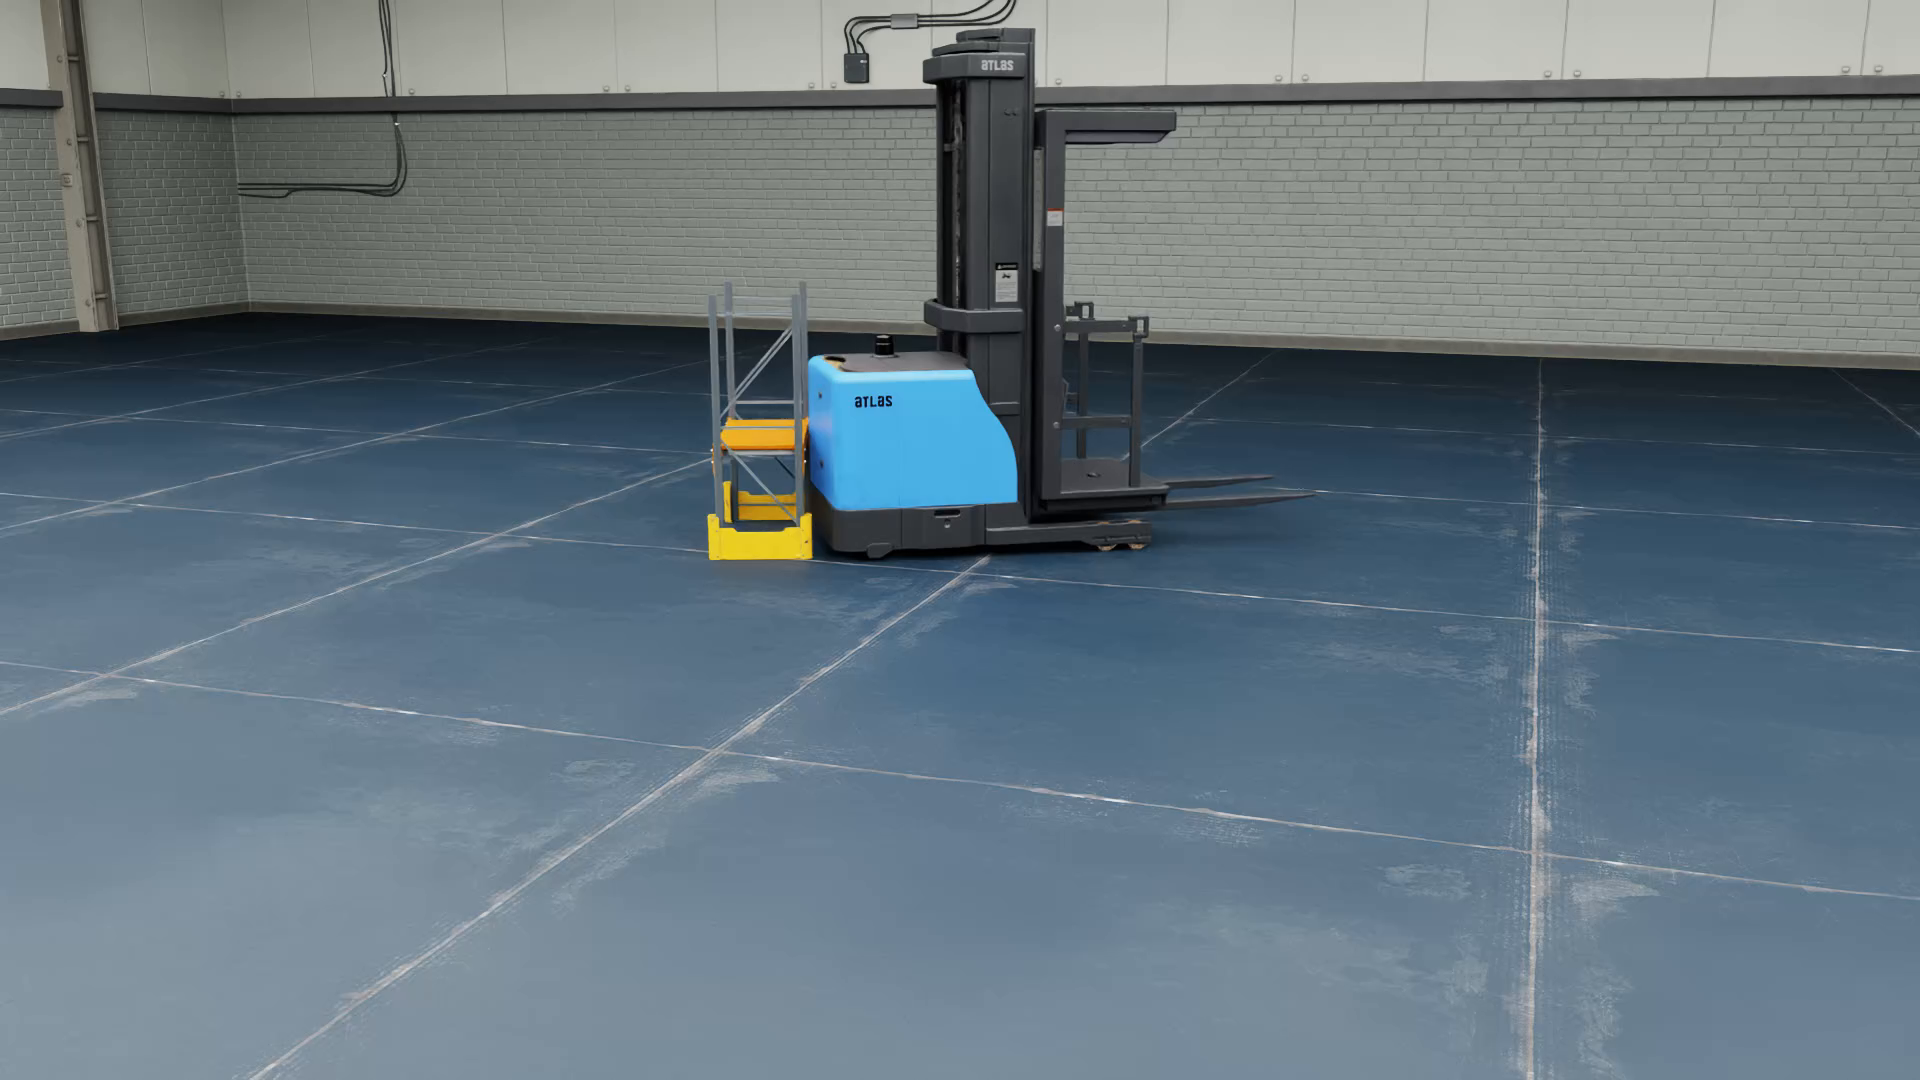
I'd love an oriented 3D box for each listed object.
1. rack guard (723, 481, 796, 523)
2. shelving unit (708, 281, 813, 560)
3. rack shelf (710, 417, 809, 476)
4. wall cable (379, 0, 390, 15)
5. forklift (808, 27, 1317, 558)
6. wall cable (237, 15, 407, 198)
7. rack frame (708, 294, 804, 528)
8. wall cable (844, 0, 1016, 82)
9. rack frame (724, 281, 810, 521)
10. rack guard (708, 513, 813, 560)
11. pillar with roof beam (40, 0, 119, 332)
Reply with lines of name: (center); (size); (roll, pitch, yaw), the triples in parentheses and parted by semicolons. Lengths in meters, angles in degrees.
rack guard: (-1.192, -0.241, 10.483); (0.587, 0.250, 0.087); (-1, 13, -3)
shelving unit: (-1.167, -0.740, 9.859); (0.587, 1.500, 1.083); (-1, 13, -3)
rack shelf: (-1.167, -0.566, 9.908); (0.538, 0.185, 1.000); (-1, 13, -3)
wall cable: (-6.794, -8.481, 22.551); (3.097, 2.526, 0.112); (4, 14, 18)
forklift: (0.642, -1.480, 9.885); (3.031, 2.935, 1.130); (-3, 13, -14)
wall cable: (-9.354, -6.214, 23.967); (3.097, 2.526, 0.112); (4, 14, 18)
rack frame: (-1.141, -0.629, 9.373); (0.500, 1.500, 0.032); (-1, 13, -3)
wall cable: (-0.377, -8.699, 20.234); (2.305, 6.003, 0.169); (4, 14, 18)
rack frame: (-1.193, -0.855, 10.363); (0.500, 1.500, 0.032); (-1, 13, -3)
rack guard: (-1.141, -0.020, 9.513); (0.587, 0.250, 0.087); (-1, 13, -3)
pillar with roof beam: (-7.485, -6.892, 19.963); (9.100, 9.000, 0.400); (4, 14, 18)
